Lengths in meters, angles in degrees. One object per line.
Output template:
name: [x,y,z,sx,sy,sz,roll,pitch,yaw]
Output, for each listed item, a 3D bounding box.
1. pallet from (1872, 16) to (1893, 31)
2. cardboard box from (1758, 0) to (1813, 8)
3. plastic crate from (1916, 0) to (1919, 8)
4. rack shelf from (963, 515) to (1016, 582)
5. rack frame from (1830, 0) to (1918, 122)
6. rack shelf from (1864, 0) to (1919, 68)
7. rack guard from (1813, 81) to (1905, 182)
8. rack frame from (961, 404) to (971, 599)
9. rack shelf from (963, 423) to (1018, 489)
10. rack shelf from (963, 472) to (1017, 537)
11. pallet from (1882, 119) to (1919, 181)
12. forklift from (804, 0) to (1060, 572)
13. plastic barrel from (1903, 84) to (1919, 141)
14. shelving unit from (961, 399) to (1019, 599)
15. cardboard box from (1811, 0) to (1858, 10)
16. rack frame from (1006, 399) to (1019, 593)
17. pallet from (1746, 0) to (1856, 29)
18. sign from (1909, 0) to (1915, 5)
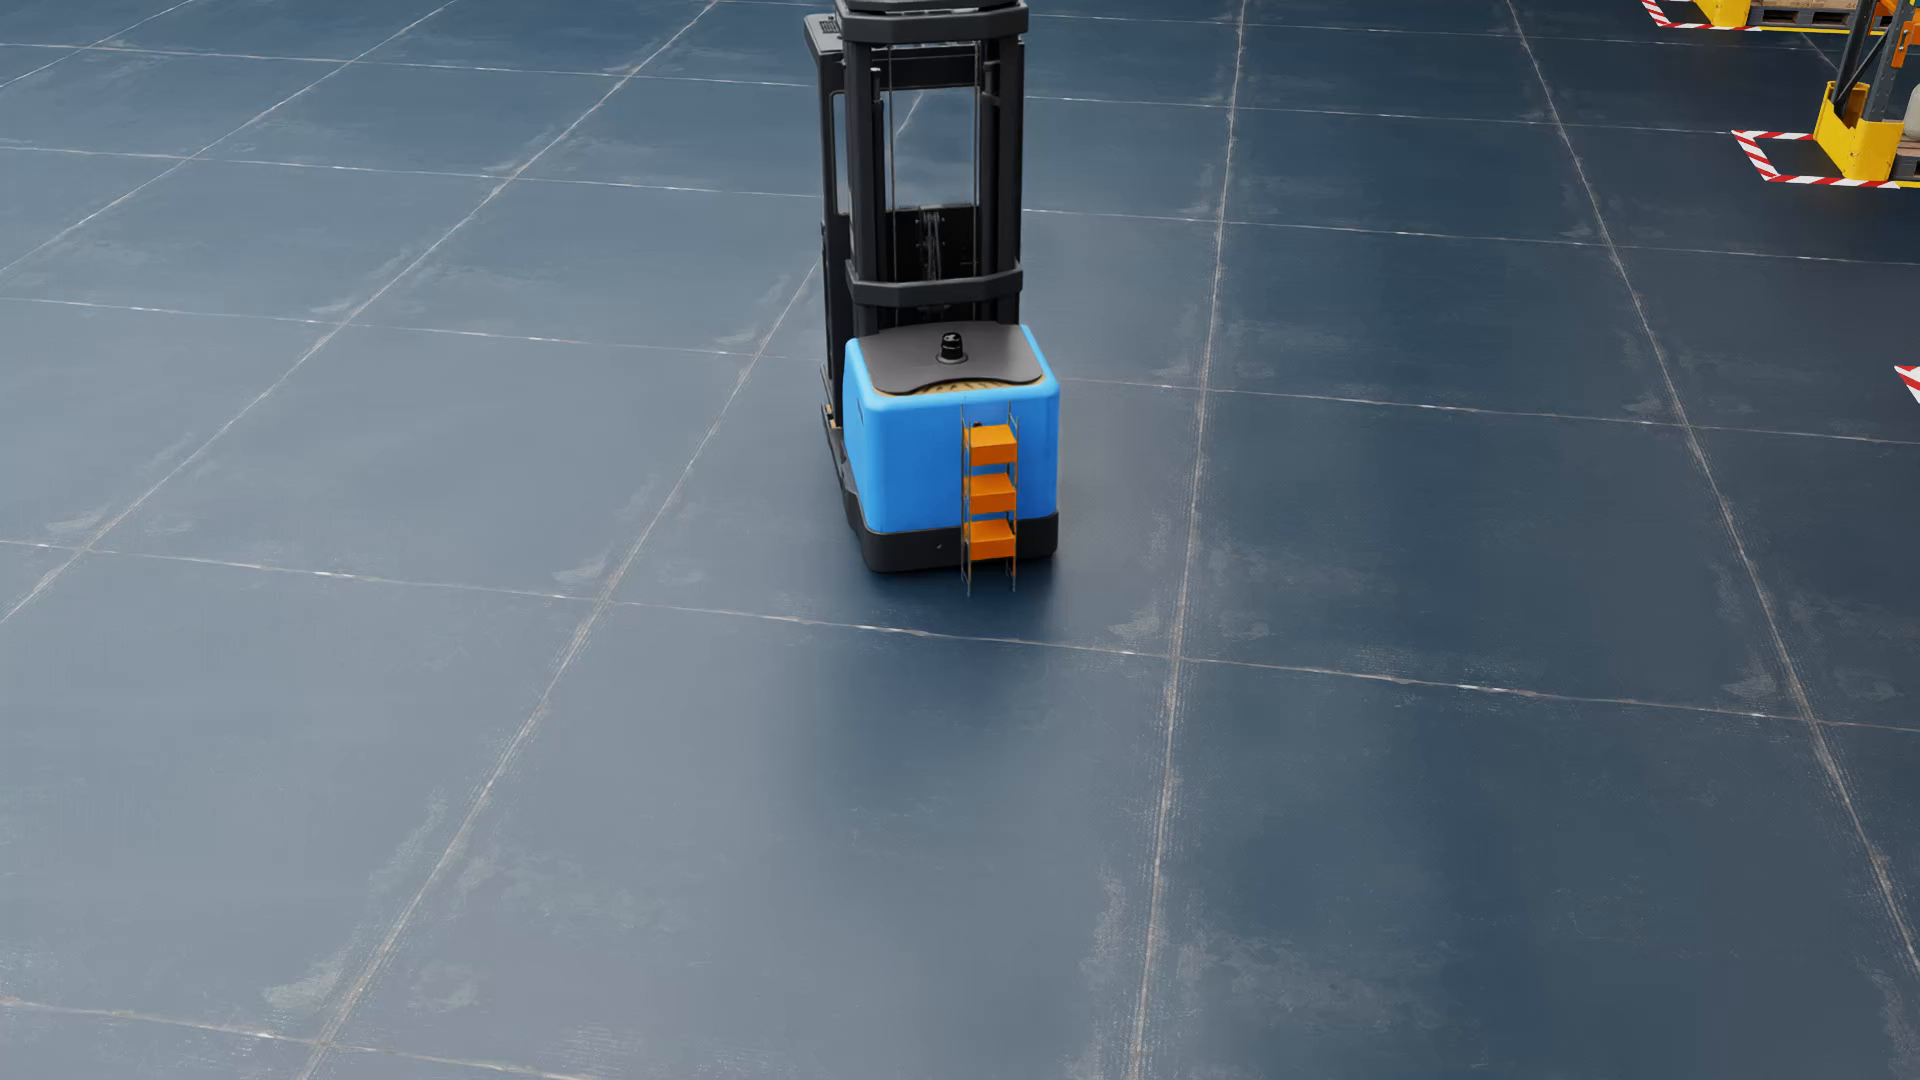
pallet: [10.526,-5.862,18.416,1.213,0.211,1.003,5,32,8]
cardboard box: [9.057,-6.049,18.282,0.500,0.250,0.500,5,32,8]
plastic crate: [8.273,-4.659,14.006,0.616,0.251,0.499,5,32,8]
rack shelf: [0.150,0.043,8.735,0.240,0.259,0.215,-6,33,-10]
rack frame: [7.729,-4.610,13.788,0.127,3.000,1.000,5,32,8]
rack shelf: [9.701,-4.127,13.694,4.000,0.370,1.077,5,32,8]
rack guard: [7.812,-3.568,14.480,0.348,0.500,1.175,5,32,8]
rack frame: [0.030,-0.188,8.561,0.008,1.050,0.200,-6,33,-10]
rack shelf: [0.150,-0.433,8.437,0.240,0.259,0.215,-6,33,-10]
rack shelf: [0.150,-0.192,8.587,0.240,0.259,0.215,-6,33,-10]
pallet: [8.612,-3.371,14.436,1.213,0.211,1.003,5,32,8]
forklift: [-0.249,-1.841,9.429,1.130,2.935,3.031,-6,33,-9]
plastic barrel: [8.391,-3.715,14.307,0.421,0.512,0.421,0,32,0]
shelving unit: [0.150,-0.201,8.582,0.252,1.050,0.215,-6,33,-10]
cardboard box: [9.551,-6.006,18.214,0.500,0.250,0.500,5,32,8]
rack frame: [0.269,-0.214,8.603,0.008,1.050,0.200,-6,33,-10]
pallet: [9.327,-5.972,18.592,1.213,0.211,1.003,5,32,8]
sign: [7.632,-4.440,13.256,0.005,0.325,0.100,5,32,8]
